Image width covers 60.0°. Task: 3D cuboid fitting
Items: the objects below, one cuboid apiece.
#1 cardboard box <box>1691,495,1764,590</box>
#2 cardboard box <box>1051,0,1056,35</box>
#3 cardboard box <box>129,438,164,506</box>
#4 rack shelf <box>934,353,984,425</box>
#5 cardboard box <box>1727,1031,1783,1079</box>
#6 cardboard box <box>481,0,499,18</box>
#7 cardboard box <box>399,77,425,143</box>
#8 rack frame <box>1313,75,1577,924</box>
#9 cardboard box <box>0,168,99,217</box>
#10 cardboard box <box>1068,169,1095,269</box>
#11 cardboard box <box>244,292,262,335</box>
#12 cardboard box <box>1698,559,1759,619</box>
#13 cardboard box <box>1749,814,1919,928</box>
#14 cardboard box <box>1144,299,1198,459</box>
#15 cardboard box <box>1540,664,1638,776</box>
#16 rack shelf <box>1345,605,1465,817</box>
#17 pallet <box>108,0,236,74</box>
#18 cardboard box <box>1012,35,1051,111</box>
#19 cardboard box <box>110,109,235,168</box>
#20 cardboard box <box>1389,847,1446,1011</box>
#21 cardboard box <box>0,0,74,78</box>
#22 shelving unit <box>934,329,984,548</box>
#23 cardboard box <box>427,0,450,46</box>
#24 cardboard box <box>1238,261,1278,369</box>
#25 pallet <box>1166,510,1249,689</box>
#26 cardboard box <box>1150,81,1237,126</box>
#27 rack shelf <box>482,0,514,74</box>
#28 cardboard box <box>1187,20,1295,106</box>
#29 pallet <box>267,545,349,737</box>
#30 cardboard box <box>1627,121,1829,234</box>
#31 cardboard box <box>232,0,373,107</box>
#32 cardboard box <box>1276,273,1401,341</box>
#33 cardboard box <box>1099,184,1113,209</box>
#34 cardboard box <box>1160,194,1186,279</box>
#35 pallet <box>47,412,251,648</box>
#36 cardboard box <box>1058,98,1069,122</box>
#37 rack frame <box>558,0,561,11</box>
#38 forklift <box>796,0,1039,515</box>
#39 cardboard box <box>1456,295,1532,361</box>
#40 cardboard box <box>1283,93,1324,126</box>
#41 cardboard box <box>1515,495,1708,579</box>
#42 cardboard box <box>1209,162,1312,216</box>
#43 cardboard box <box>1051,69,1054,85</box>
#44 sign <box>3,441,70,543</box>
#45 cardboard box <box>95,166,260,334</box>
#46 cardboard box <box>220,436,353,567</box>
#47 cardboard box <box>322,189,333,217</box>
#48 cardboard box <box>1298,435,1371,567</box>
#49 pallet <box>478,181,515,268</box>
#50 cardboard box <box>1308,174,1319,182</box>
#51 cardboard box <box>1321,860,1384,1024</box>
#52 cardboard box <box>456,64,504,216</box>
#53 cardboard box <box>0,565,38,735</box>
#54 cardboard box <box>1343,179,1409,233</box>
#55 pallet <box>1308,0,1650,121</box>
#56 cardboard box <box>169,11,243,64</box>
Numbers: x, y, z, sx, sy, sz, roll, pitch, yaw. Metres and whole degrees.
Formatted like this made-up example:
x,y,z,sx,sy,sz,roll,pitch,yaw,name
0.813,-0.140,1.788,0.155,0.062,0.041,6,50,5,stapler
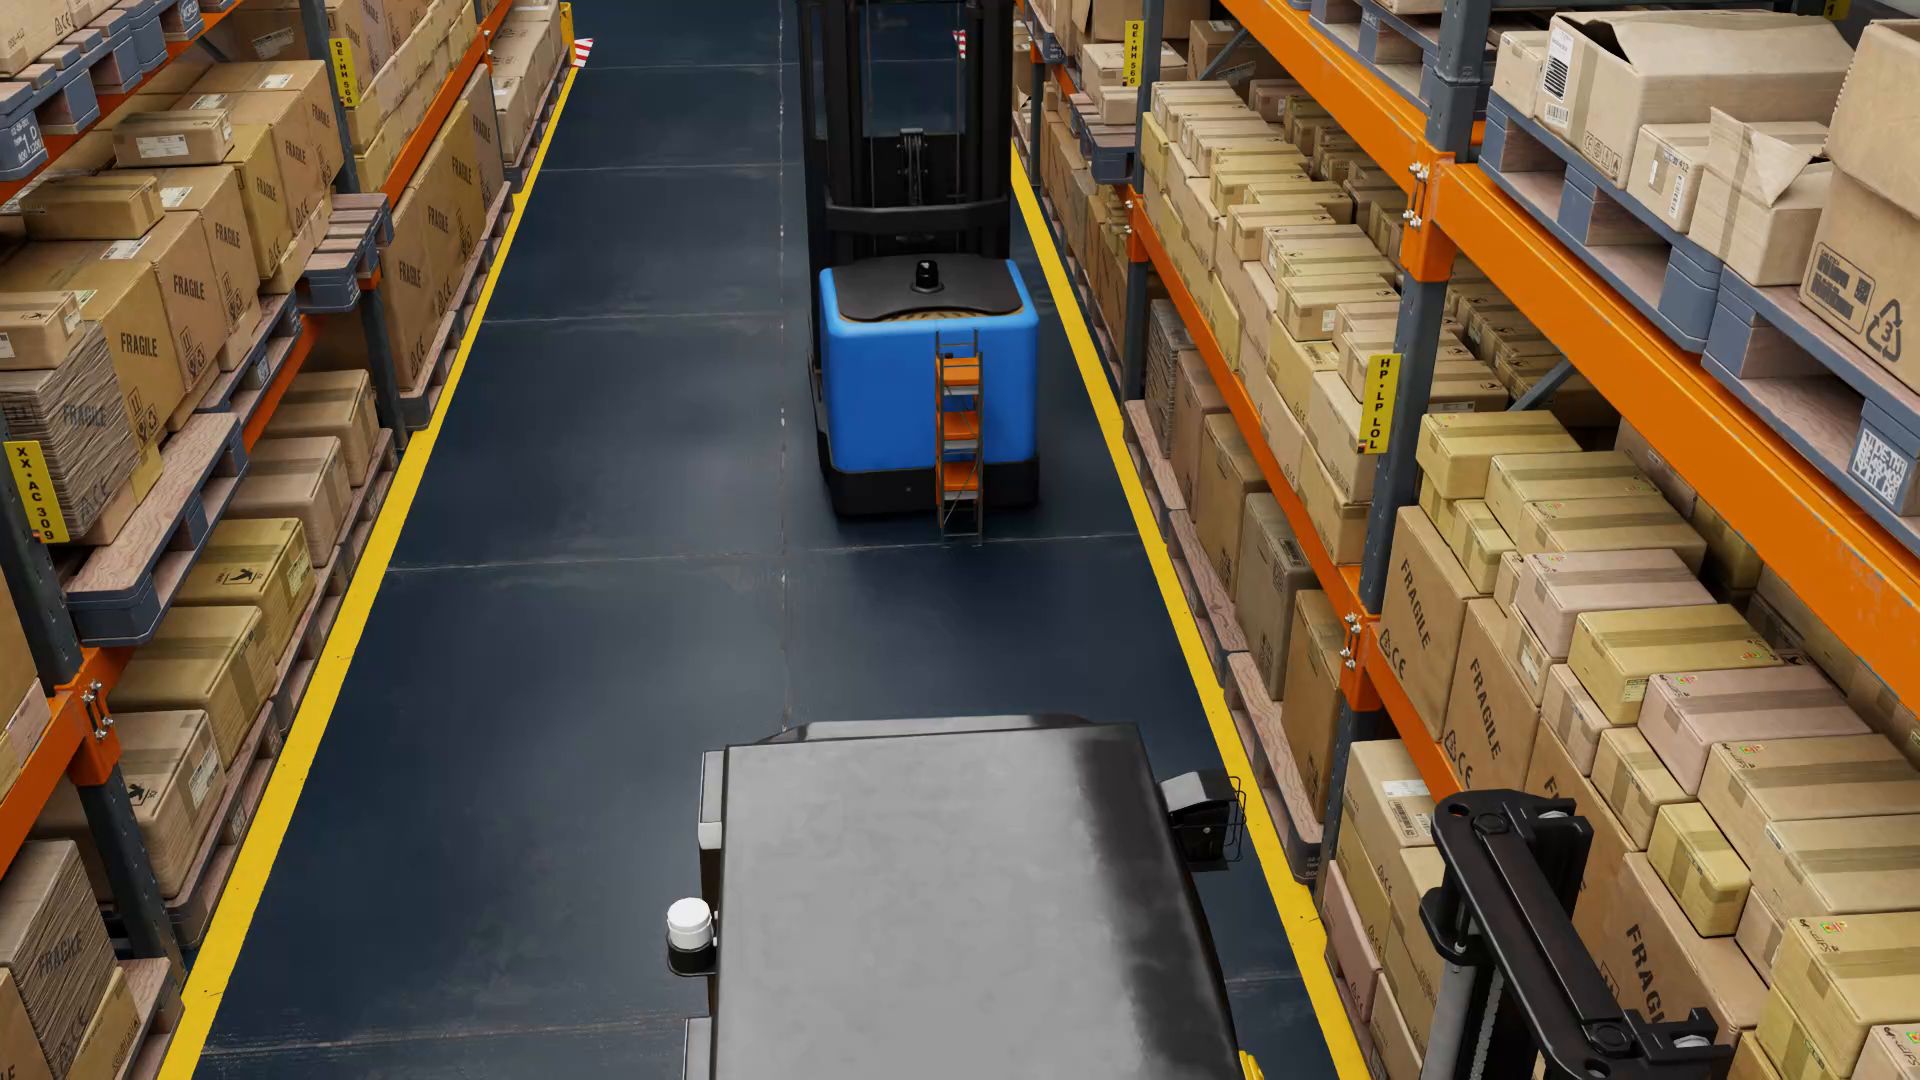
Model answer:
x,y,z,sx,sy,sz,roll,pitch,yaw,name
2.139,-0.007,4.317,0.380,0.149,0.250,-3,31,-5,cardboard box
0.788,-3.450,10.823,0.396,0.266,0.258,-1,31,-2,cardboard box
-2.905,-0.229,5.544,0.380,0.149,0.250,-2,31,-4,cardboard box
-0.005,-0.713,7.886,0.215,0.259,0.240,-3,31,-5,rack shelf
1.767,1.263,3.114,0.500,0.500,0.500,-3,31,-6,cardboard box
-3.684,-4.111,12.110,0.500,0.500,0.500,-2,31,-3,cardboard box
-3.431,-2.501,9.658,0.500,0.250,0.500,-2,31,-3,cardboard box
1.788,0.029,5.277,1.000,3.000,0.127,-3,31,-5,rack frame
-3.565,-1.091,6.355,0.500,0.500,0.500,-4,31,-6,cardboard box
1.006,-2.113,10.891,0.500,0.500,0.500,-4,31,-6,cardboard box
-3.039,-0.903,6.672,0.380,0.149,0.250,-4,31,-6,cardboard box
2.148,0.121,4.392,0.380,0.149,0.250,-2,31,-3,cardboard box
1.769,0.666,3.189,0.380,0.149,0.250,-2,31,-4,cardboard box
1.459,-0.855,8.663,0.875,0.625,0.625,-2,31,-3,cardboard box
1.606,0.410,3.908,0.380,0.149,0.250,-3,31,-5,cardboard box
1.975,1.359,3.752,1.077,0.370,4.000,-3,31,-5,rack shelf
-3.205,-1.788,5.577,1.213,0.211,1.003,-3,31,-5,pallet
0.768,-3.920,13.915,0.700,0.500,0.500,-4,31,-6,cardboard box
-3.093,-1.581,6.543,0.380,0.149,0.250,-4,31,-7,cardboard box
1.559,1.123,4.741,0.500,0.250,0.500,-3,31,-5,cardboard box
-2.809,-1.453,4.568,0.500,0.250,0.500,-4,31,-6,cardboard box
-0.005,-0.478,8.027,0.215,1.050,0.252,-3,31,-5,shelving unit
-3.509,-3.234,10.397,0.500,0.250,0.500,-2,31,-3,cardboard box
1.391,-0.883,6.463,0.500,0.250,0.500,-2,31,-4,cardboard box
1.563,0.227,7.663,1.003,0.211,1.213,-3,31,-5,pallet
1.151,-2.158,8.208,0.380,0.149,0.250,-2,31,-3,cardboard box
-4.088,-4.528,13.607,1.077,0.370,4.000,-3,31,-5,rack shelf
1.522,-2.507,9.015,0.500,0.500,0.500,-1,31,-2,cardboard box
-3.345,0.444,7.301,1.003,0.211,1.213,-3,31,-5,pallet
1.600,-0.738,3.374,0.380,0.149,0.250,-2,31,-3,cardboard box
-3.330,-2.509,8.453,0.500,0.500,0.500,-4,31,-6,cardboard box
1.366,-0.843,6.005,0.380,0.149,0.250,-4,31,-6,cardboard box
1.076,-2.178,10.366,0.380,0.149,0.250,-3,31,-5,cardboard box
1.255,-1.454,7.905,0.500,0.250,0.500,-3,31,-6,cardboard box
-3.080,-0.046,5.589,1.003,0.211,1.213,-3,31,-5,pallet
0.912,-3.108,11.923,0.380,0.149,0.250,-4,31,-6,cardboard box
-4.275,-5.858,15.132,1.000,3.000,0.127,-3,31,-5,rack frame
-0.306,-2.122,8.944,1.130,2.935,3.031,-4,31,-6,forklift
1.974,-0.749,5.849,0.380,0.149,0.250,-3,31,-5,cardboard box
1.782,-2.050,8.027,0.380,0.149,0.250,-2,31,-3,cardboard box
1.670,0.016,4.279,0.380,0.149,0.250,-3,31,-6,cardboard box
1.282,-1.499,7.105,0.380,0.149,0.250,-2,31,-4,cardboard box
0.870,-3.376,12.082,0.380,0.149,0.250,-3,31,-5,cardboard box
-2.614,-0.133,4.703,0.100,0.325,0.005,-3,31,-5,sign
-3.050,-1.106,6.379,0.500,0.500,0.500,-4,31,-7,cardboard box
-3.407,-0.160,7.747,0.950,0.372,0.625,-3,31,-6,cardboard box
-3.165,-1.557,7.766,0.380,0.149,0.250,-2,31,-4,cardboard box
1.481,-0.152,5.725,0.500,0.250,0.500,-2,31,-3,cardboard box
-3.754,-2.228,11.775,1.003,0.211,1.213,-3,31,-5,pallet
1.827,-1.431,7.379,0.500,0.250,0.500,-3,31,-5,cardboard box
1.504,1.292,5.434,0.500,0.250,0.500,-2,31,-4,cardboard box
-3.763,-2.771,11.627,0.875,0.875,0.875,-2,31,-3,cardboard box
-2.864,0.313,4.413,0.500,0.500,0.500,-4,31,-6,cardboard box
1.809,-1.395,6.931,0.380,0.149,0.250,-2,31,-3,cardboard box
1.693,-1.626,5.309,0.805,0.209,1.217,-4,31,-7,pallet
-3.836,-2.497,8.433,0.500,0.500,0.500,-4,31,-6,cardboard box
